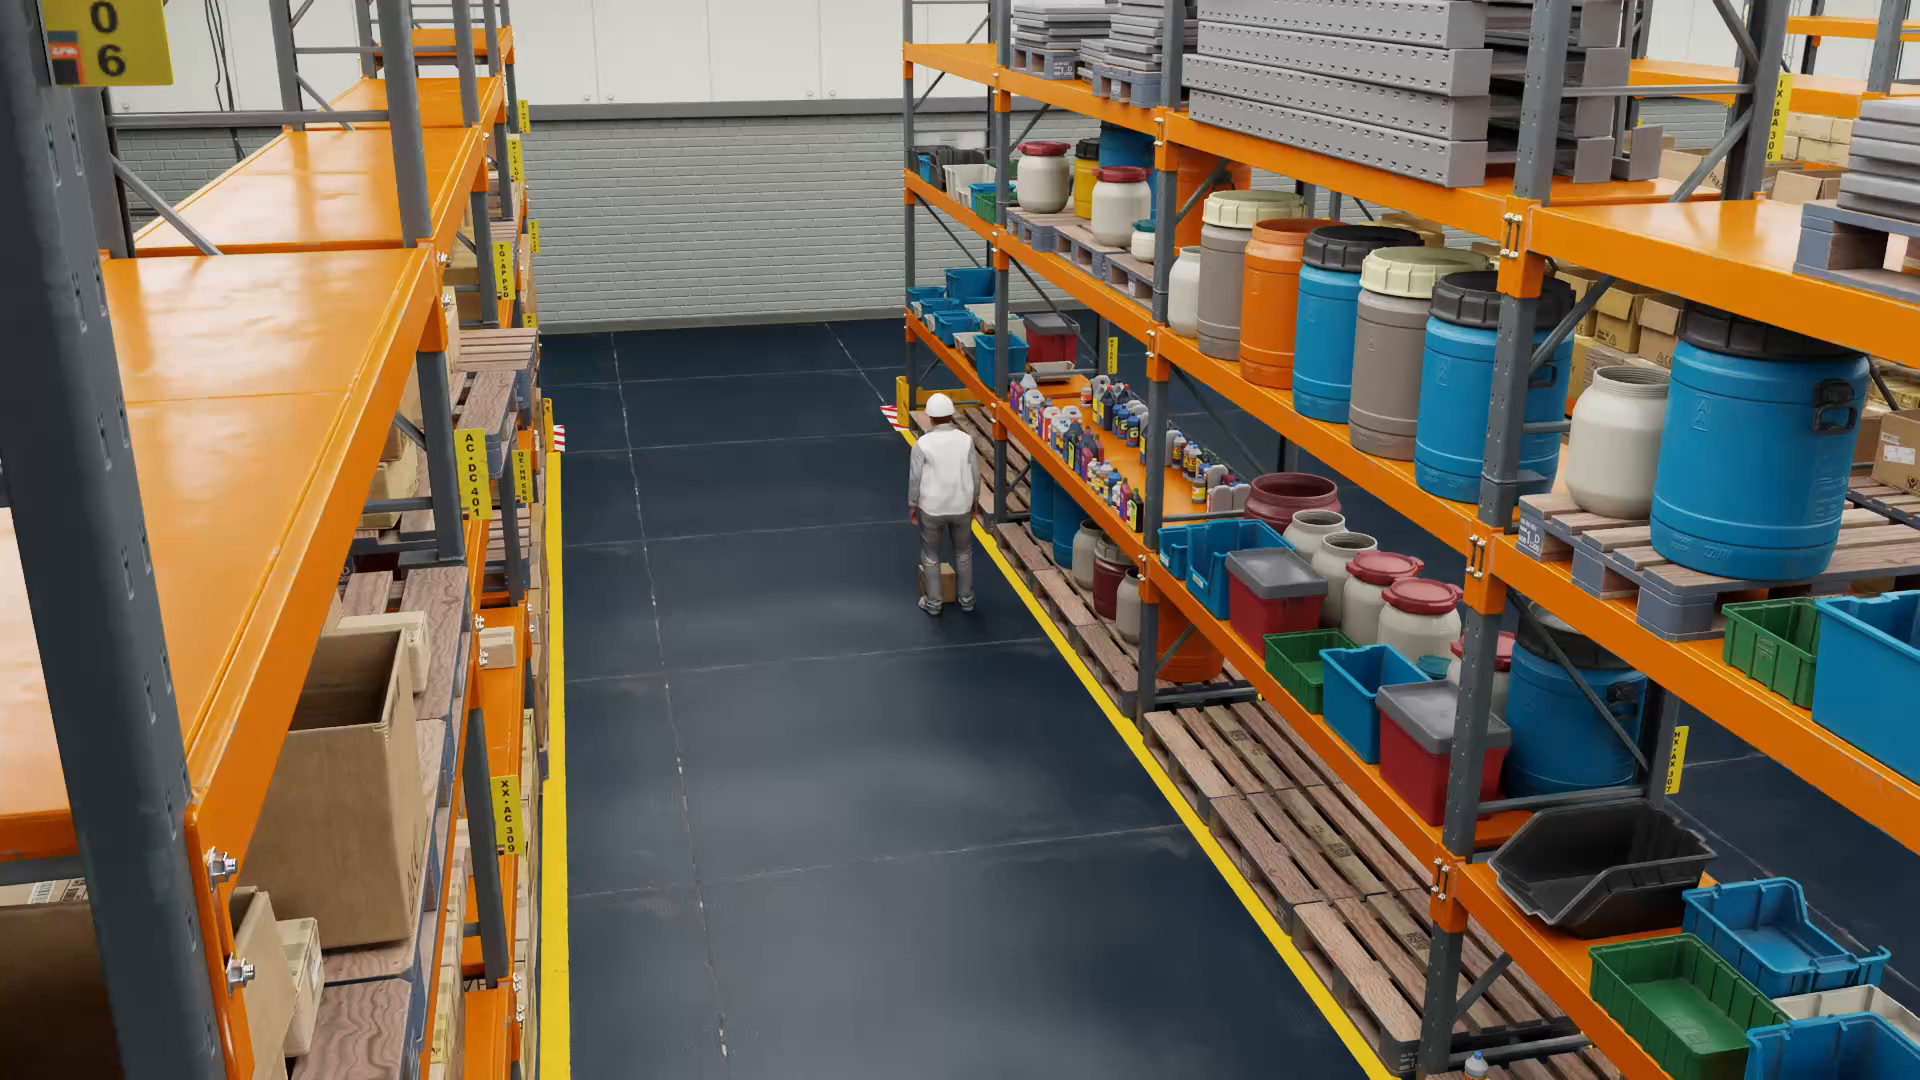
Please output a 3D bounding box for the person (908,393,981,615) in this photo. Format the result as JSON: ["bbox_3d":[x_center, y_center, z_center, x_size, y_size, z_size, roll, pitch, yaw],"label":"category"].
[{"bbox_3d":[-0.123,-0.280,13.136,0.585,1.771,0.466,-5,20,-13],"label":"person"}]
